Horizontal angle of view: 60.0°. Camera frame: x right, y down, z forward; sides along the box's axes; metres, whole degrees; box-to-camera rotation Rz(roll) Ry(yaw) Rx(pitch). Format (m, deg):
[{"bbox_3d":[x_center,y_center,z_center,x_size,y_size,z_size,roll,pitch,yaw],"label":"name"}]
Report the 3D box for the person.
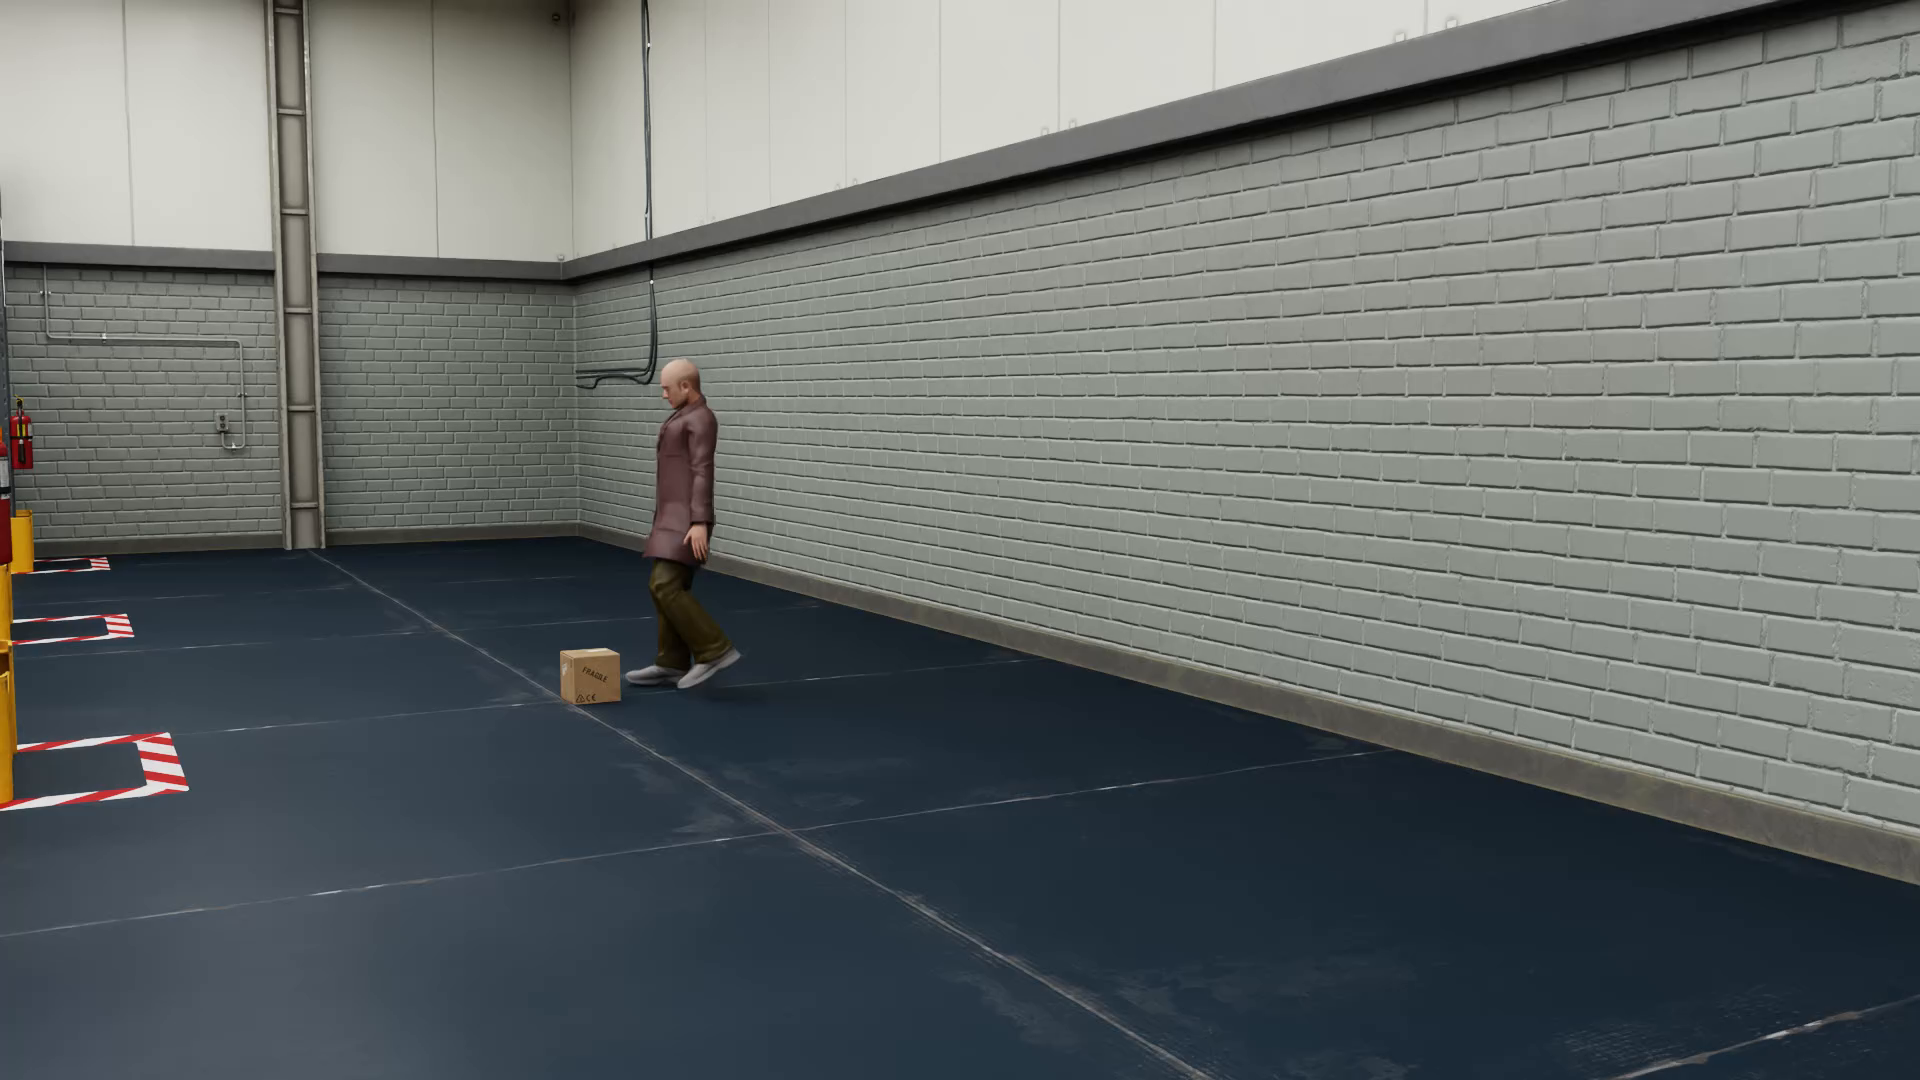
[{"bbox_3d":[-1.532,-0.064,8.895,0.476,1.779,0.591,-3,6,-28],"label":"person"}]
